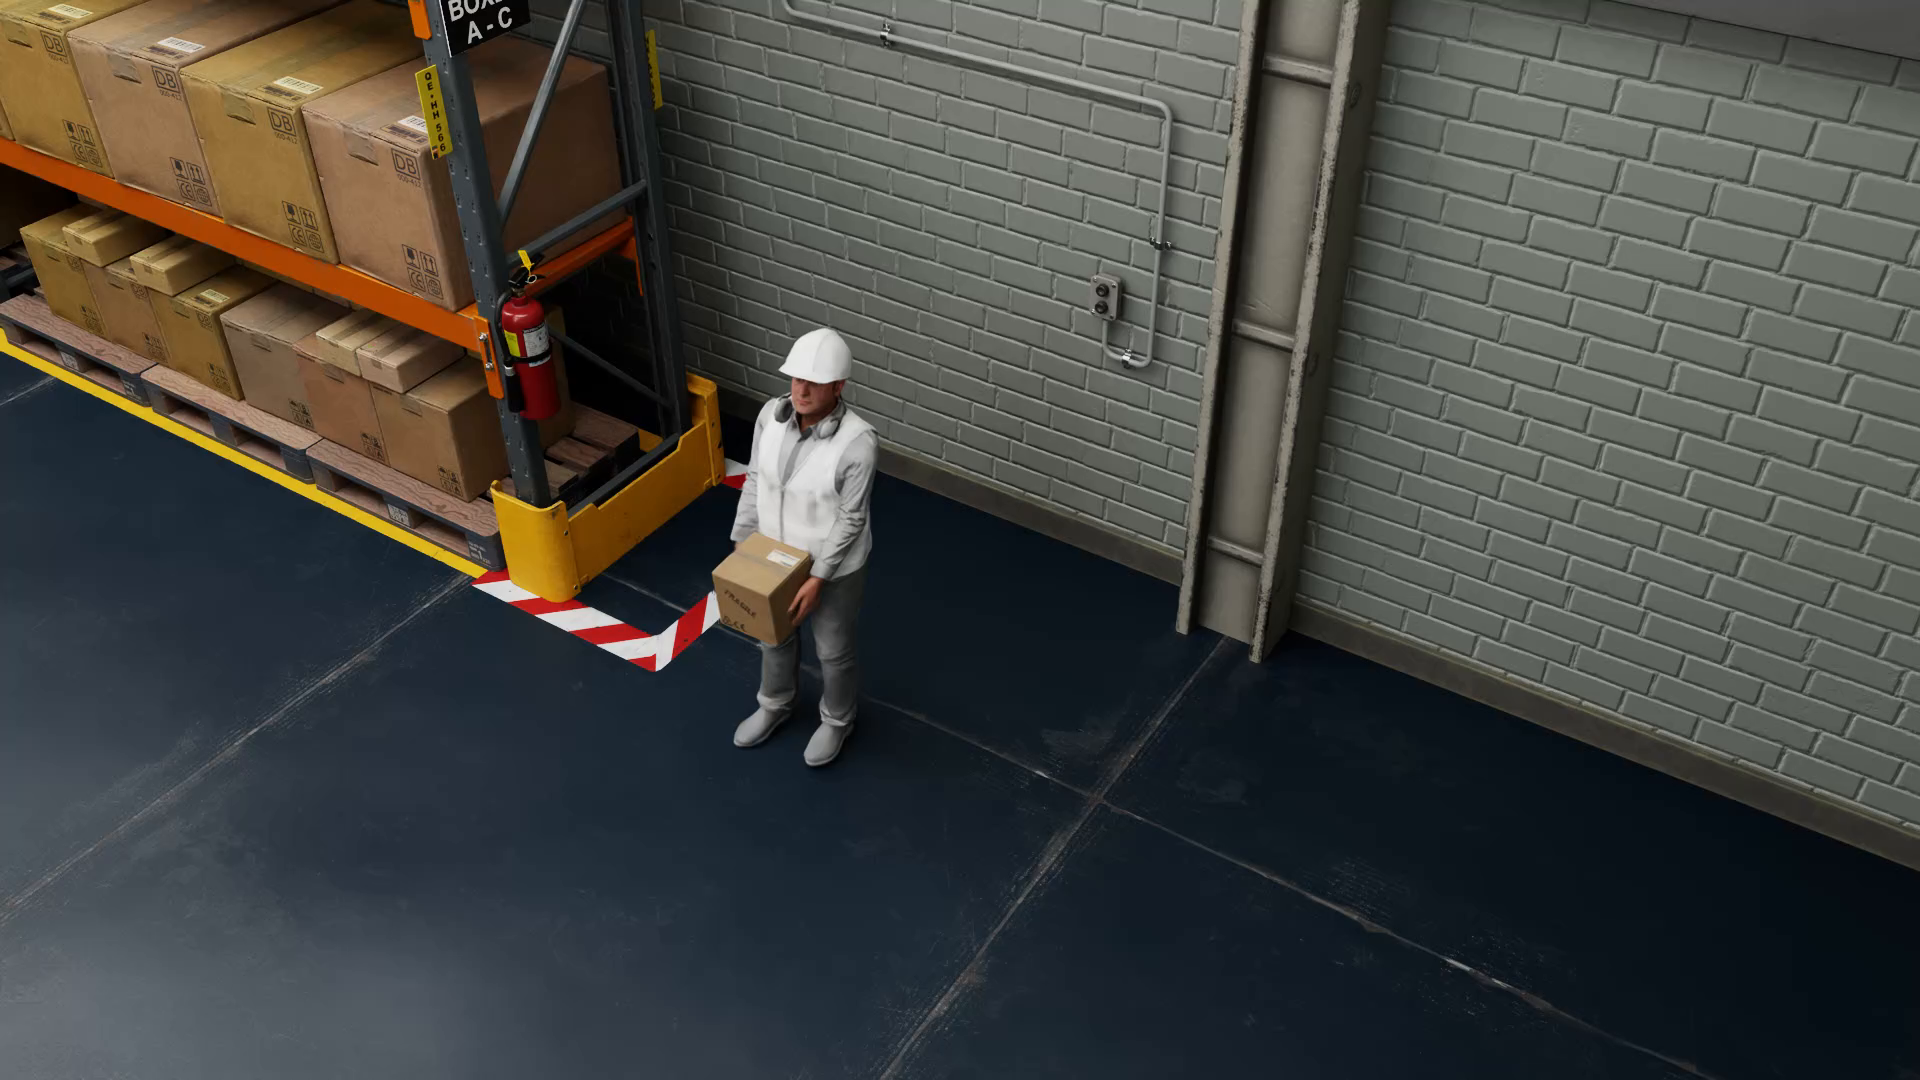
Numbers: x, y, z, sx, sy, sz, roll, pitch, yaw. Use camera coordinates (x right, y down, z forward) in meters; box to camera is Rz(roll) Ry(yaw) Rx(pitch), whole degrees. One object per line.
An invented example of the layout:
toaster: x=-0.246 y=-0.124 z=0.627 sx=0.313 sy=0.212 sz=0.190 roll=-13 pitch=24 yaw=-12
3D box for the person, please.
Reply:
person: x=-0.572 y=0.071 z=6.037 sx=0.539 sy=1.776 sz=0.520 roll=21 pitch=43 yaw=24
